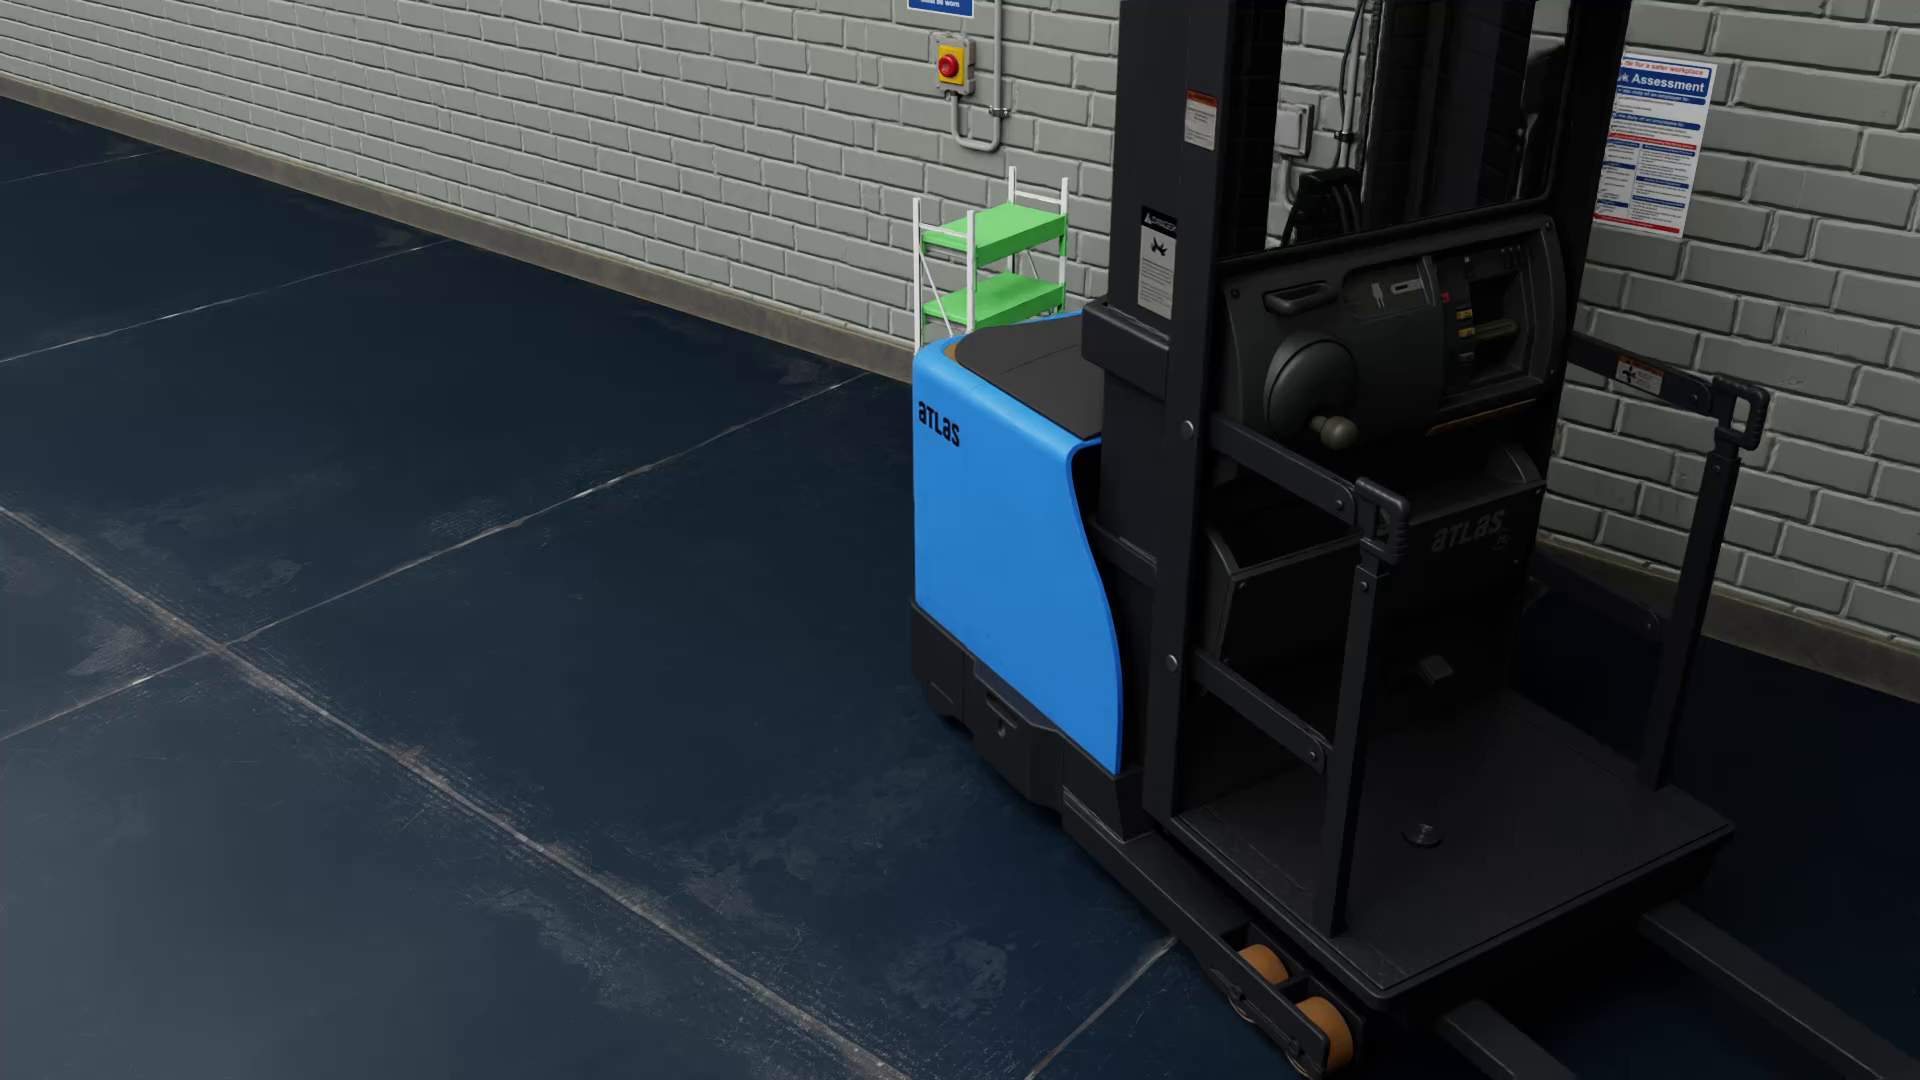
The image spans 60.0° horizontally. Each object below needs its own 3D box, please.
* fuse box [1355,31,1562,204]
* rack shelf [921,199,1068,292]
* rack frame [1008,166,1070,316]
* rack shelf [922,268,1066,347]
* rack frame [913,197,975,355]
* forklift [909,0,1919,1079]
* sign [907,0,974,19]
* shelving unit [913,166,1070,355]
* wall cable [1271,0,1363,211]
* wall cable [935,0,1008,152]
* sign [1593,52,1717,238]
[{"bbox_3d":[1.451,-0.682,5.207,0.539,1.711,0.414,21,34,34],"label":"fuse box"},{"bbox_3d":[0.105,-0.961,5.397,0.258,0.148,0.480,21,34,34],"label":"rack shelf"},{"bbox_3d":[0.260,-0.678,5.755,0.240,1.200,0.015,21,34,34],"label":"rack frame"},{"bbox_3d":[0.105,-0.748,5.507,0.258,0.148,0.480,21,34,34],"label":"rack shelf"},{"bbox_3d":[-0.050,-0.505,5.421,0.240,1.200,0.015,21,34,34],"label":"rack frame"},{"bbox_3d":[1.042,-0.402,3.338,1.130,2.935,3.031,-15,31,-27],"label":"forklift"},{"bbox_3d":[-0.075,-2.076,6.205,0.327,0.218,0.001,21,34,34],"label":"sign"},{"bbox_3d":[0.105,-0.592,5.588,0.258,1.200,0.503,21,34,34],"label":"shelving unit"},{"bbox_3d":[1.025,-1.961,5.171,0.588,1.984,0.122,21,34,34],"label":"wall cable"},{"bbox_3d":[-0.077,-2.386,5.957,0.585,1.953,0.123,21,34,34],"label":"wall cable"},{"bbox_3d":[1.964,-1.142,4.796,0.329,0.494,0.001,21,34,34],"label":"sign"}]
